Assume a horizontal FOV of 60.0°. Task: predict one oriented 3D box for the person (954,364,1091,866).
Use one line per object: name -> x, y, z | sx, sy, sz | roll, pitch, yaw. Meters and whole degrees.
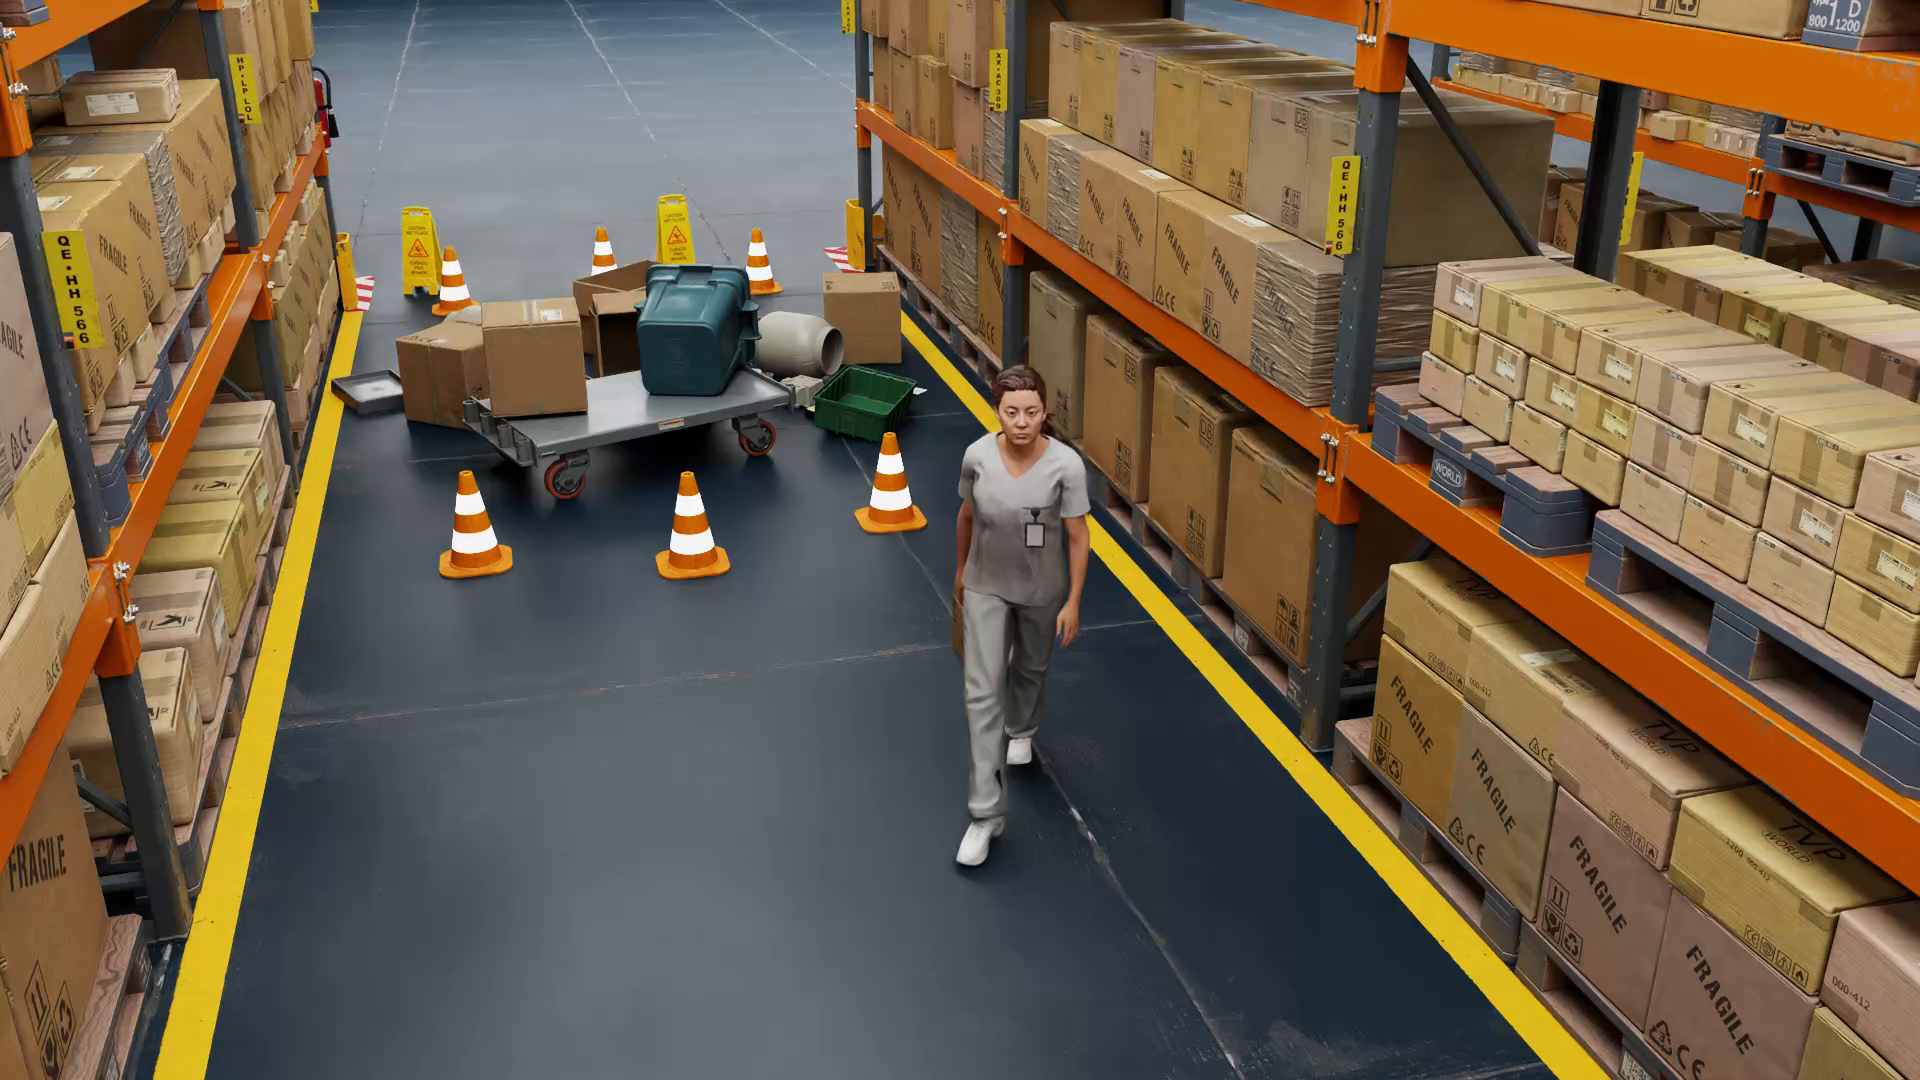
person -> 0.202, 0.182, 5.656 | 0.469, 1.607, 0.963 | 1, 23, 3
